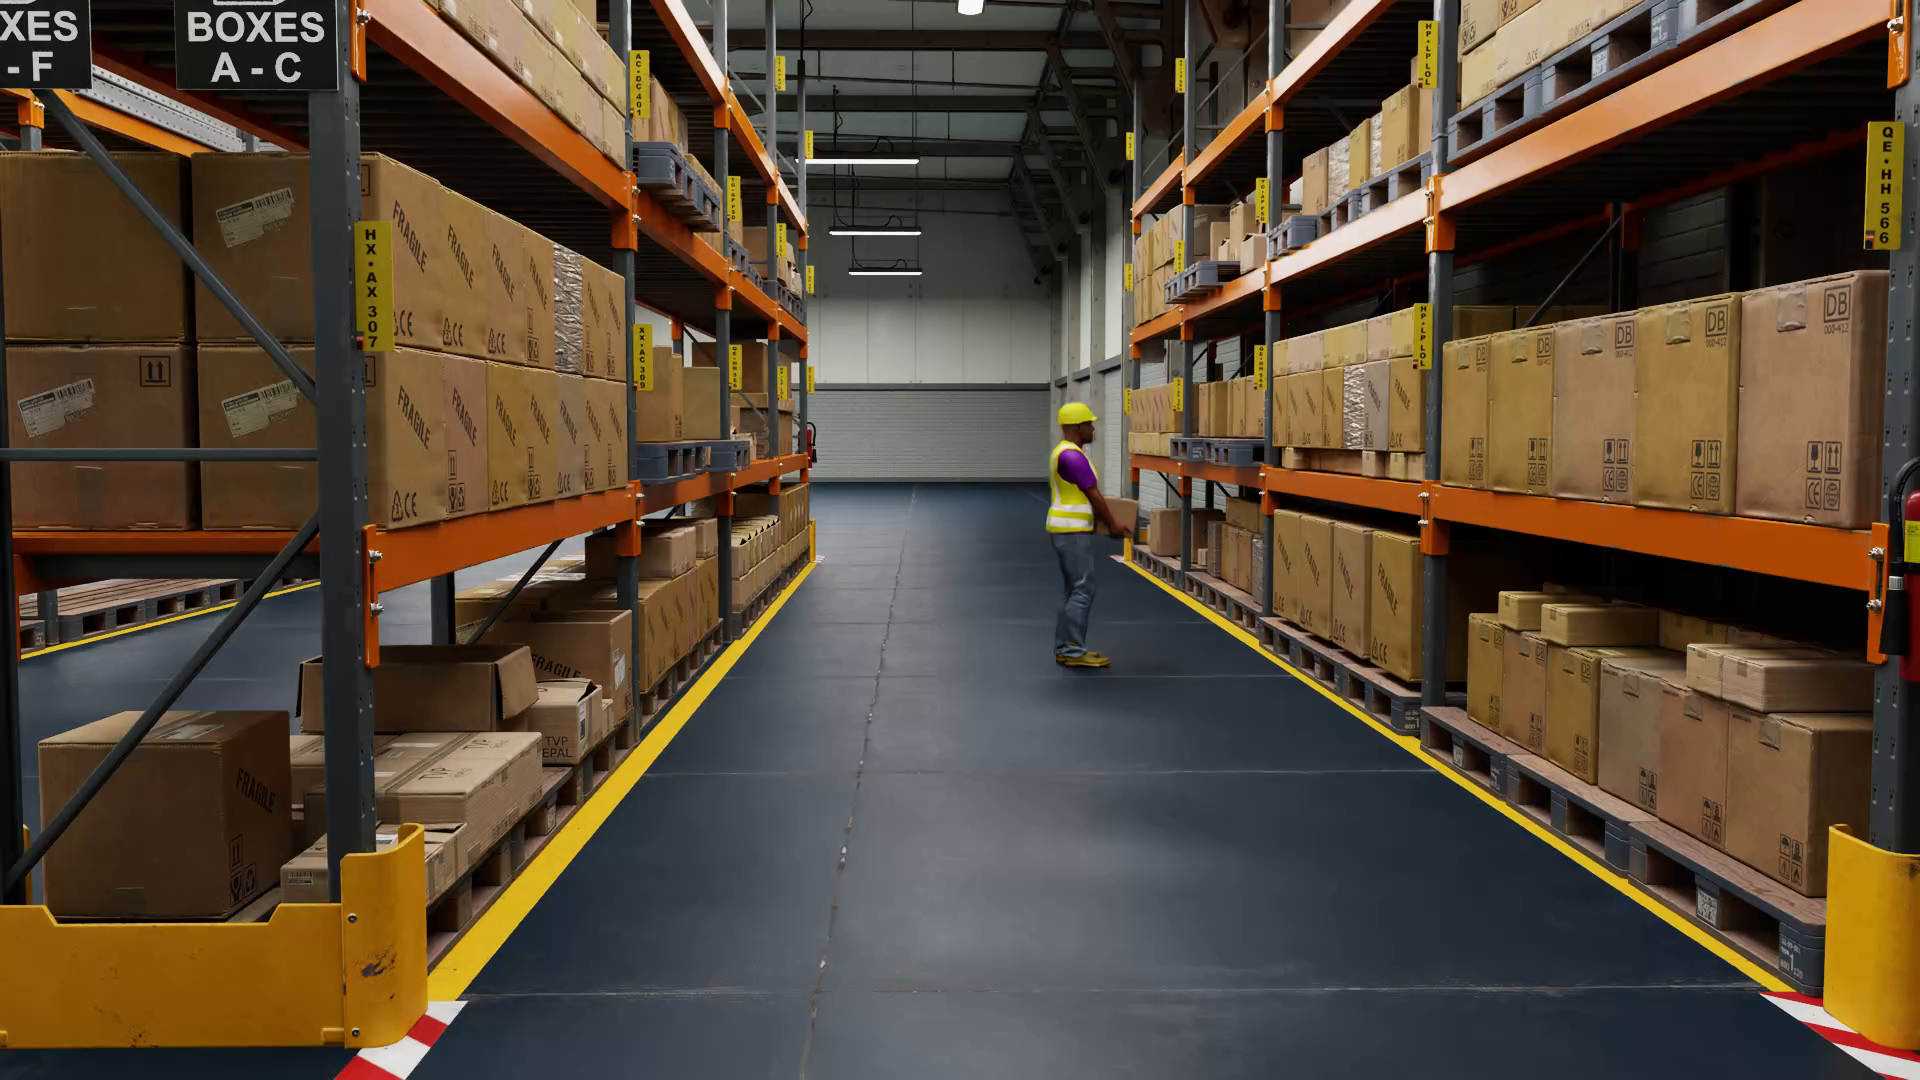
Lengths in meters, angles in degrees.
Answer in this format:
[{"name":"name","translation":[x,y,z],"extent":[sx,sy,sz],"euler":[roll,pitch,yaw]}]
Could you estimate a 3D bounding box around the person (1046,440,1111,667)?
[{"name":"person","translation":[-8.054,-1.037,15.487],"extent":[17.768,3.195,9.829],"euler":[0,4,-2]}]
